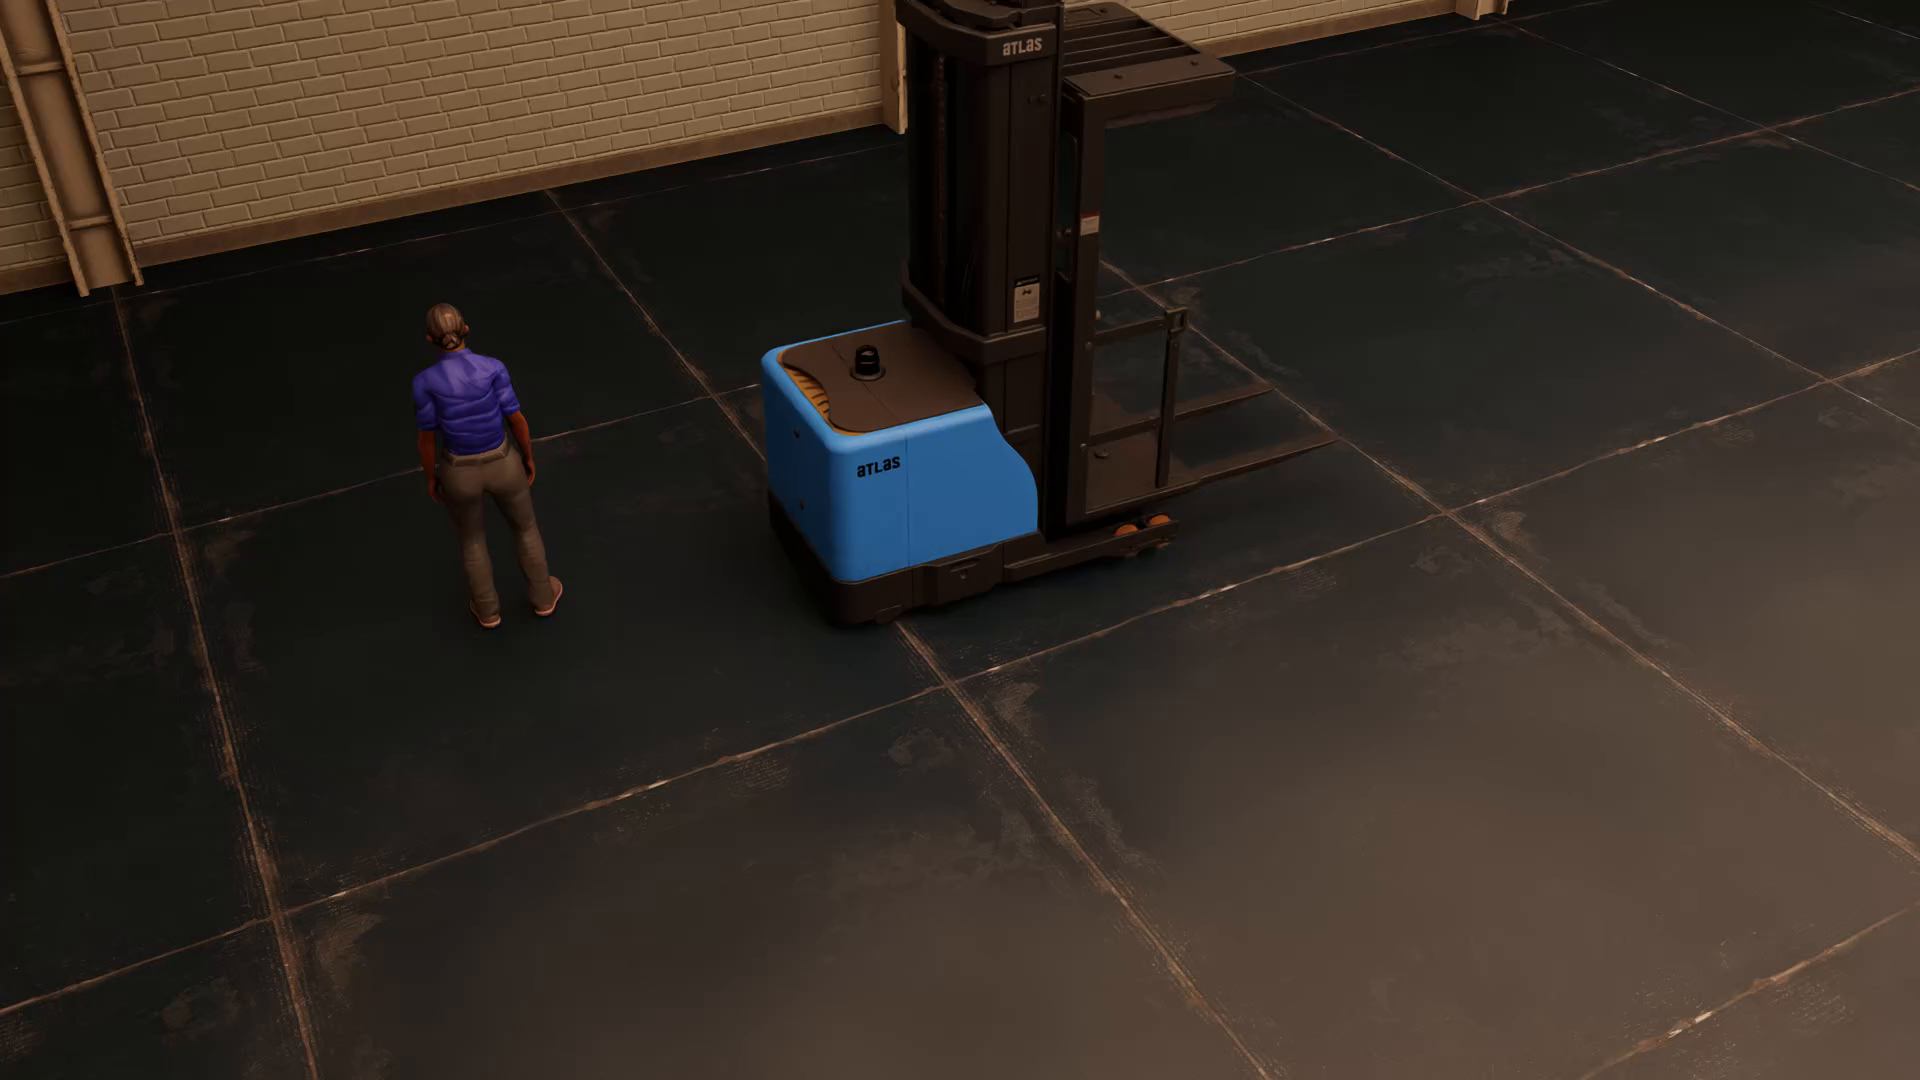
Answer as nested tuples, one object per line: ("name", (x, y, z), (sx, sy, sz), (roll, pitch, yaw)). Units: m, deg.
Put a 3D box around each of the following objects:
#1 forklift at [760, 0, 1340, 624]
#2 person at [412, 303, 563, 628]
("forklift", (0.566, -1.367, 8.057), (3.031, 2.935, 1.130), (-16, 38, -21))
("person", (-2.204, -0.326, 7.693), (0.528, 1.653, 0.349), (-12, 37, -16))
